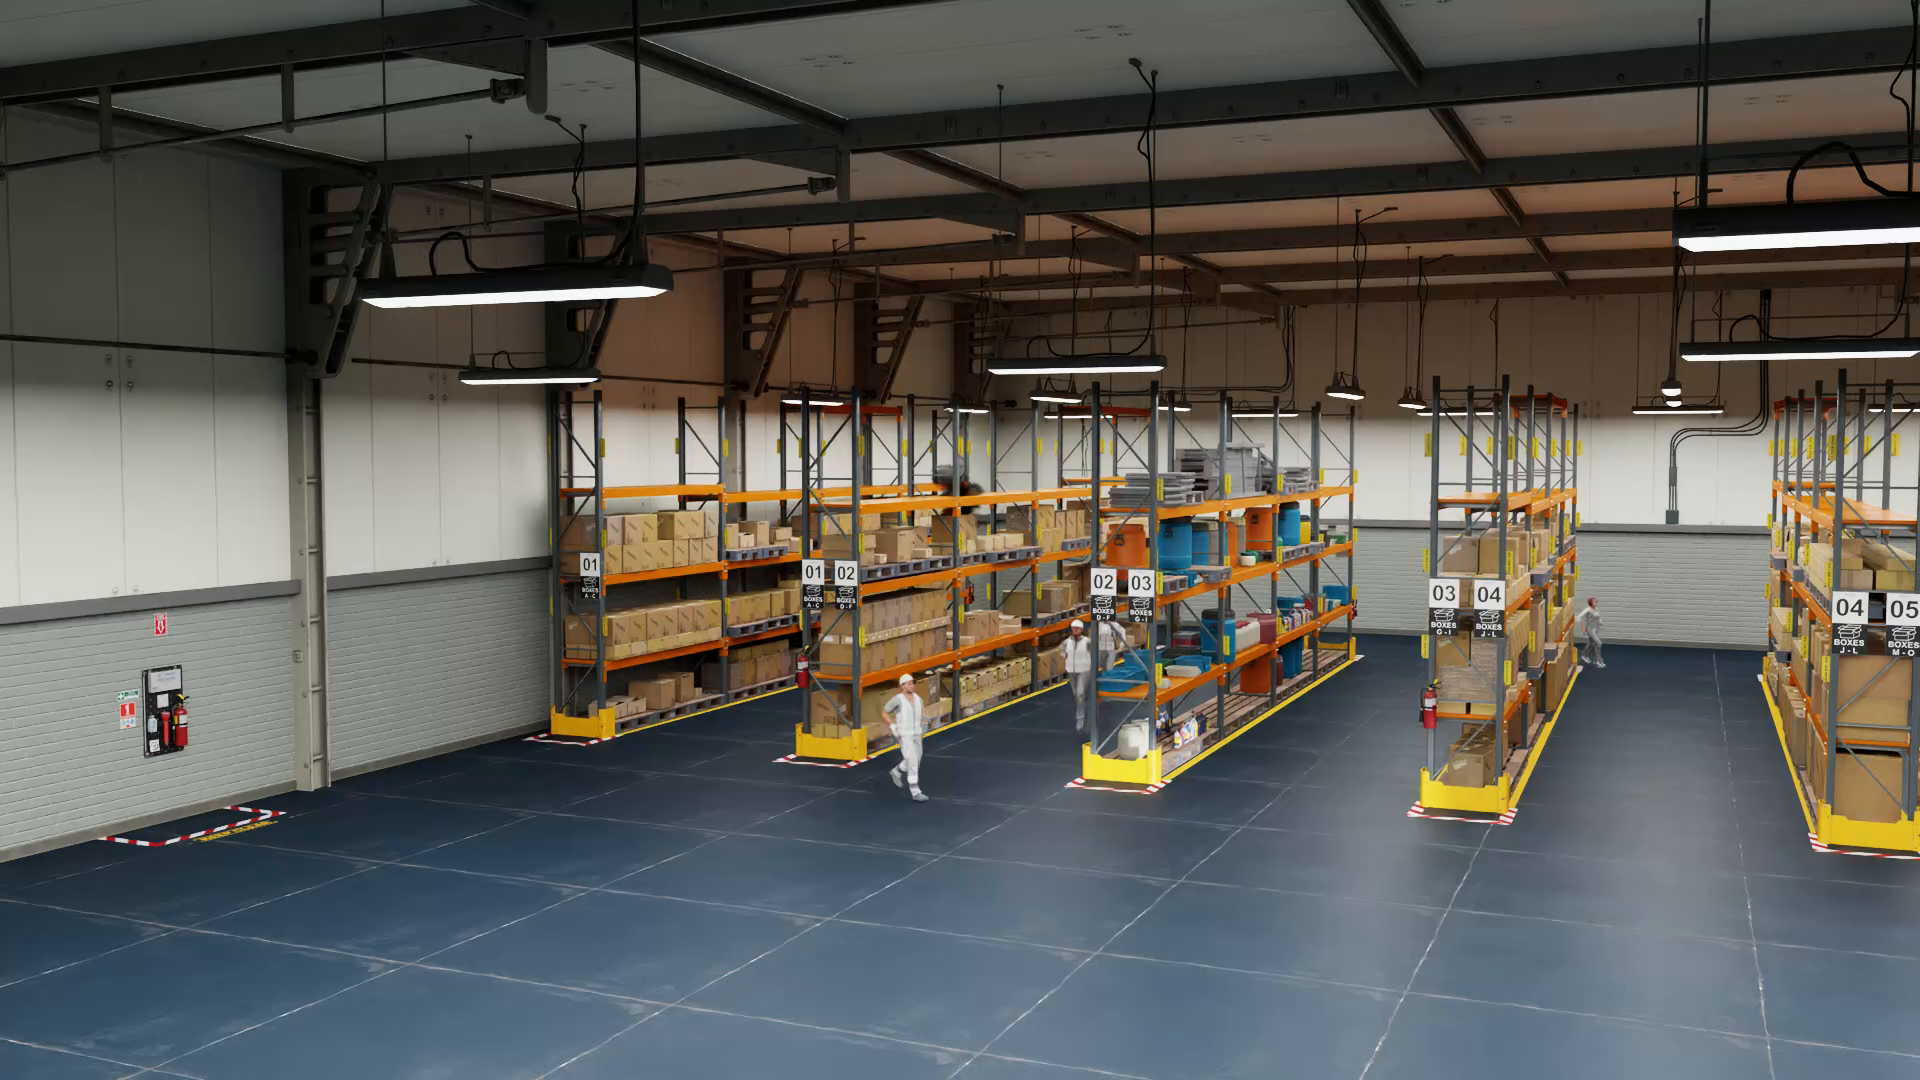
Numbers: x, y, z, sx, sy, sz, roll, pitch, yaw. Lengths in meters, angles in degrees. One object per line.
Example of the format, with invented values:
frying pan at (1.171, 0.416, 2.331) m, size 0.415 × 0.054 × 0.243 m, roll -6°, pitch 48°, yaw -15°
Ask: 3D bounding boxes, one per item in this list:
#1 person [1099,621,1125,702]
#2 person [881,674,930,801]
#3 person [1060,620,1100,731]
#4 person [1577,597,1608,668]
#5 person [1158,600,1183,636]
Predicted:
person at (2.832, 2.164, 31.845) m, size 0.621 × 1.778 × 0.842 m, roll 1°, pitch 3°, yaw 18°
person at (-0.748, 2.799, 23.743) m, size 0.668 × 1.767 × 0.939 m, roll -3°, pitch 4°, yaw -42°
person at (2.028, 2.312, 28.625) m, size 0.638 × 1.878 × 0.769 m, roll 2°, pitch 4°, yaw 27°
person at (14.441, 2.106, 38.046) m, size 0.613 × 1.626 × 0.745 m, roll -2°, pitch 4°, yaw -38°
person at (5.337, 1.795, 41.972) m, size 0.770 × 1.743 × 1.050 m, roll -2°, pitch 4°, yaw -38°
